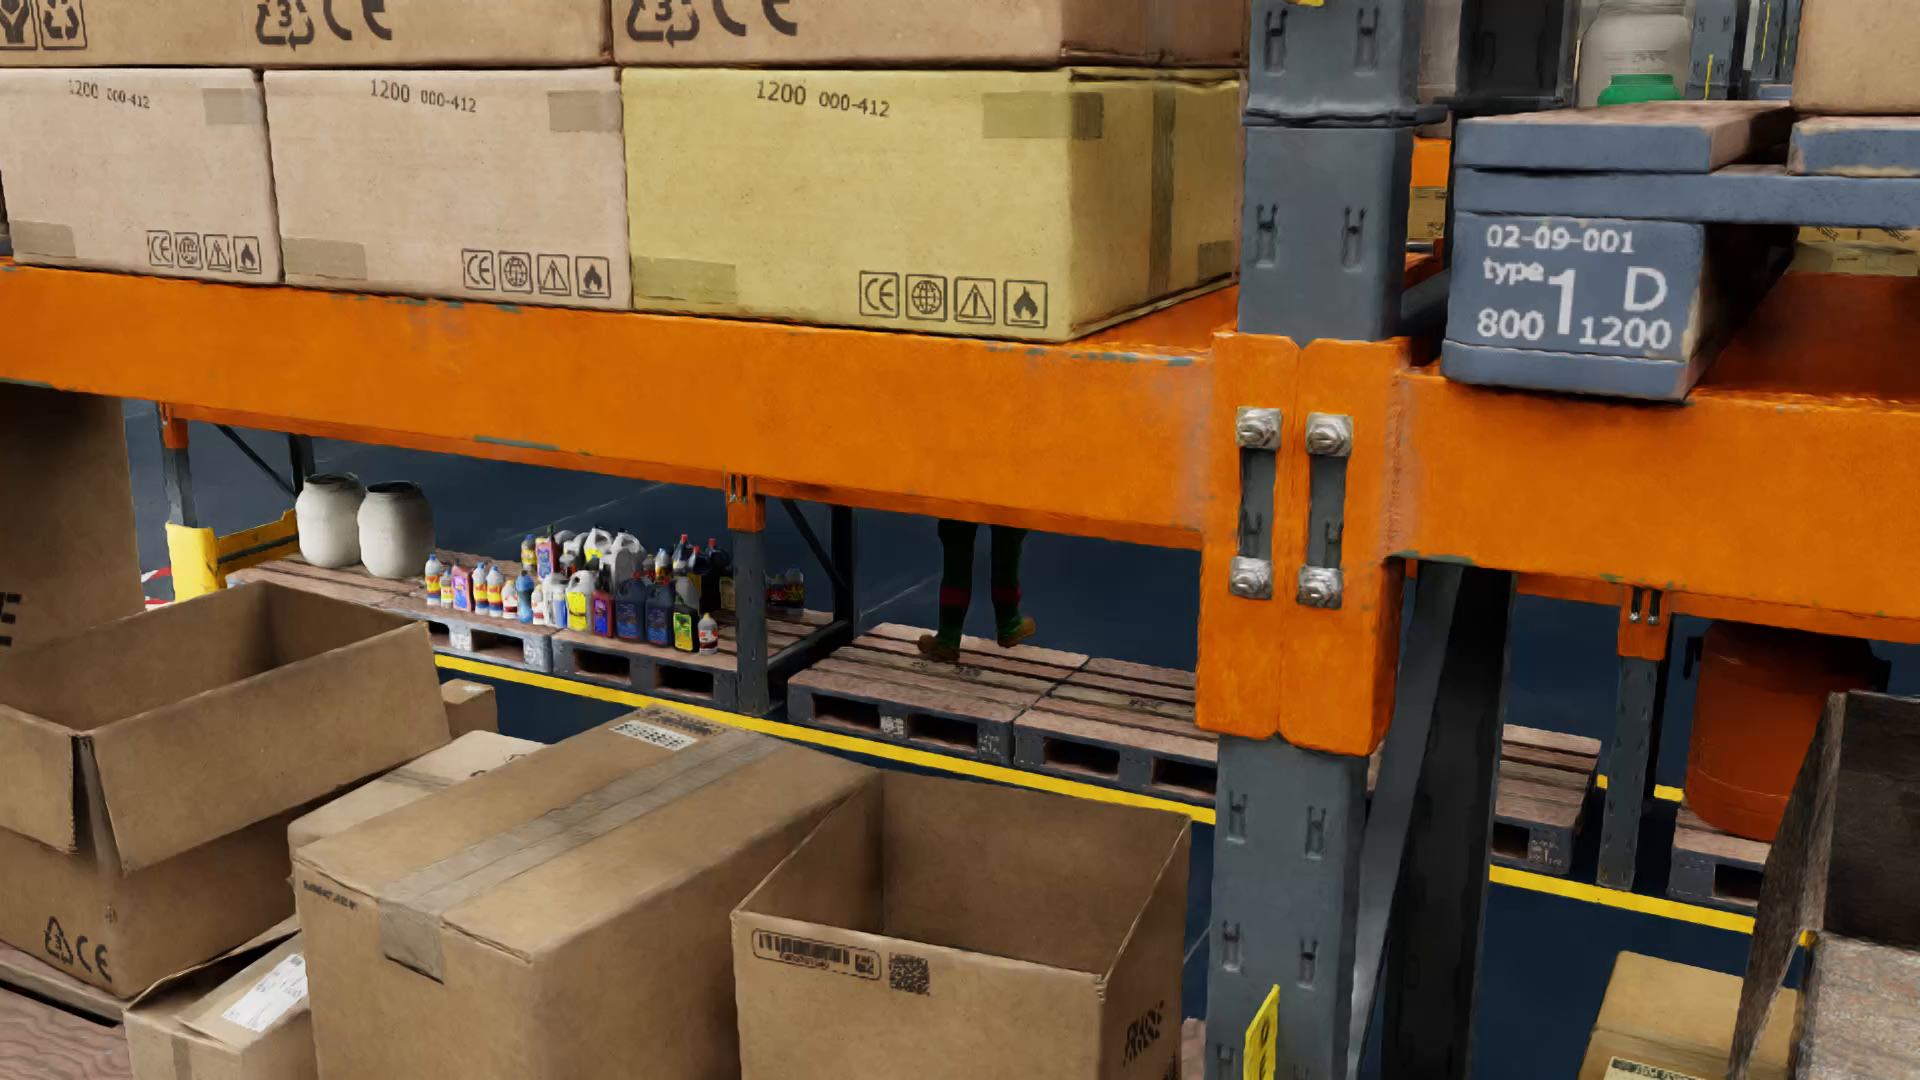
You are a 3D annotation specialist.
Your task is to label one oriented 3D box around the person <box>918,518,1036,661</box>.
[{"bbox_3d":[0.146,-0.310,8.238,0.717,1.790,0.630,3,16,12],"label":"person"}]
